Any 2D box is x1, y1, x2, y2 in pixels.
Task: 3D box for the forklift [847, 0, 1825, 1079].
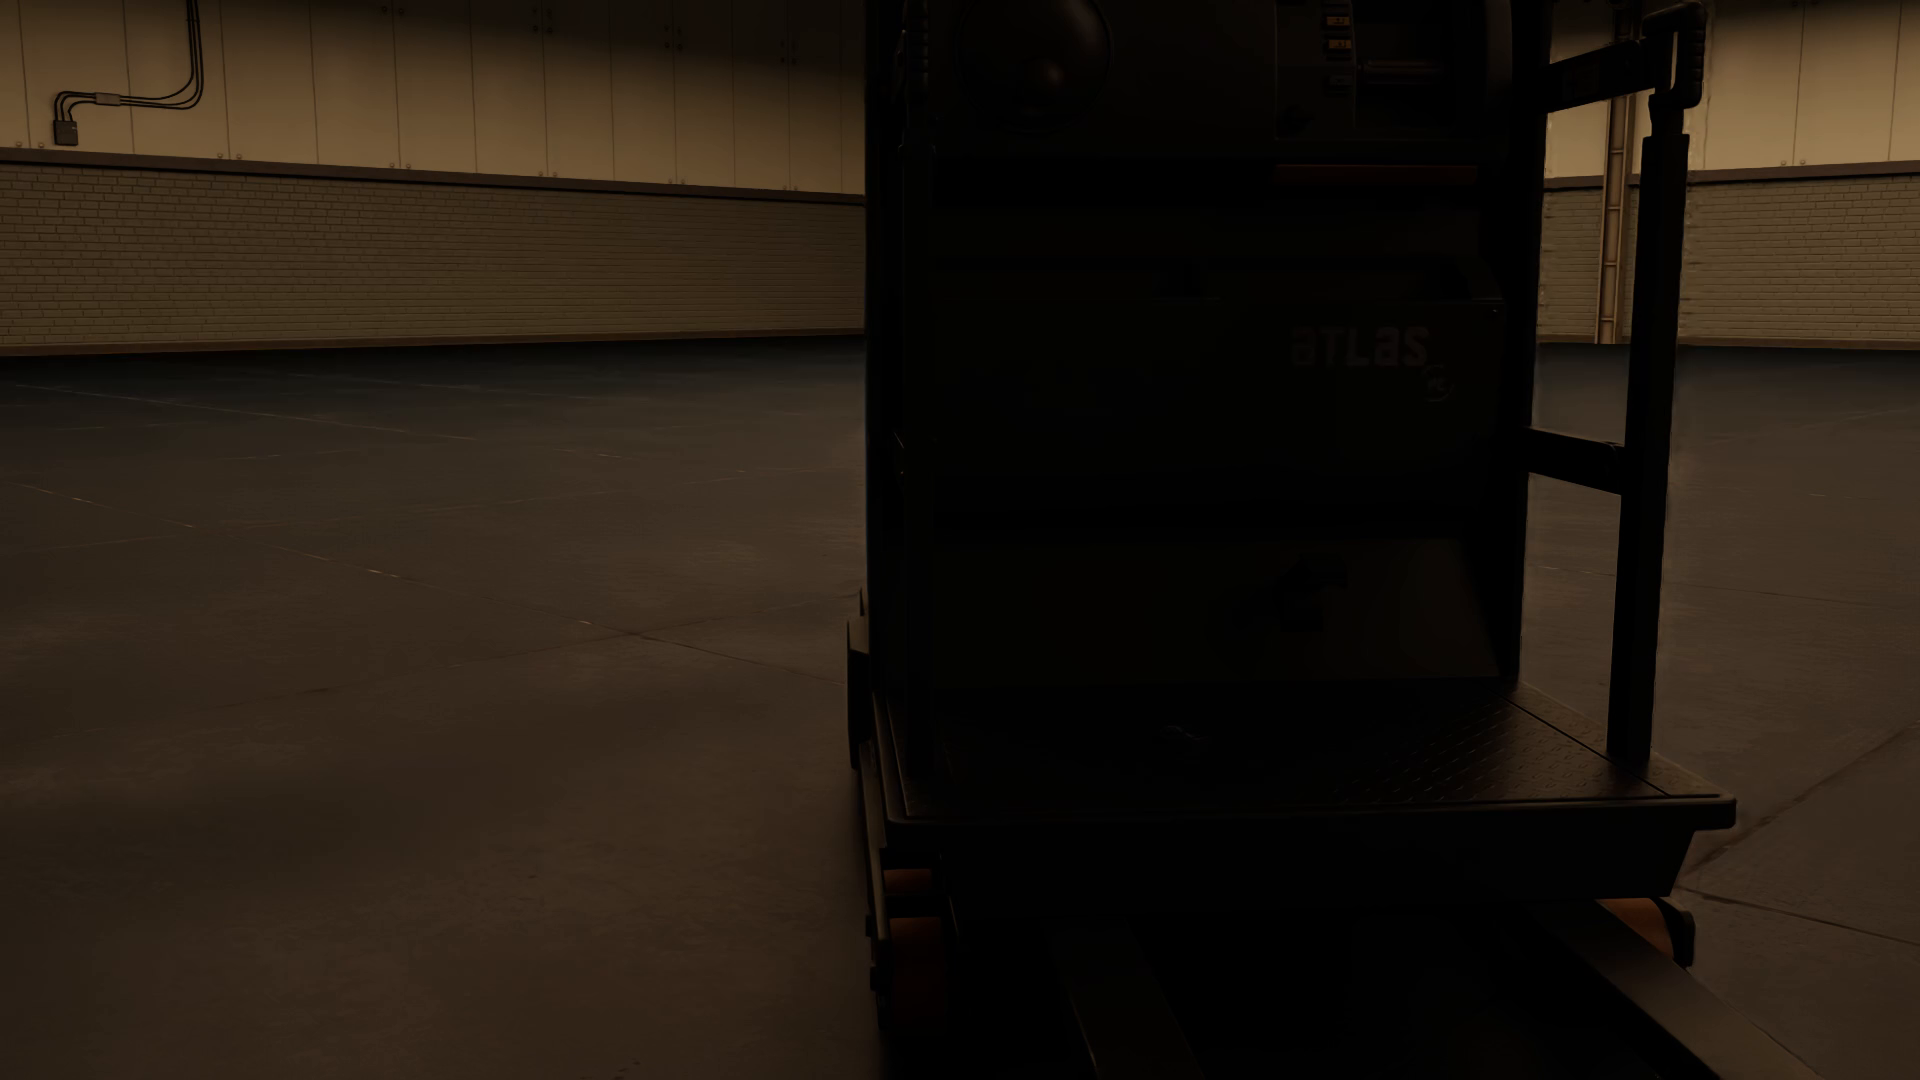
[{"bbox_3d":[0.413,-0.828,2.369,1.130,2.935,3.031,-1,9,-5],"label":"forklift"}]
